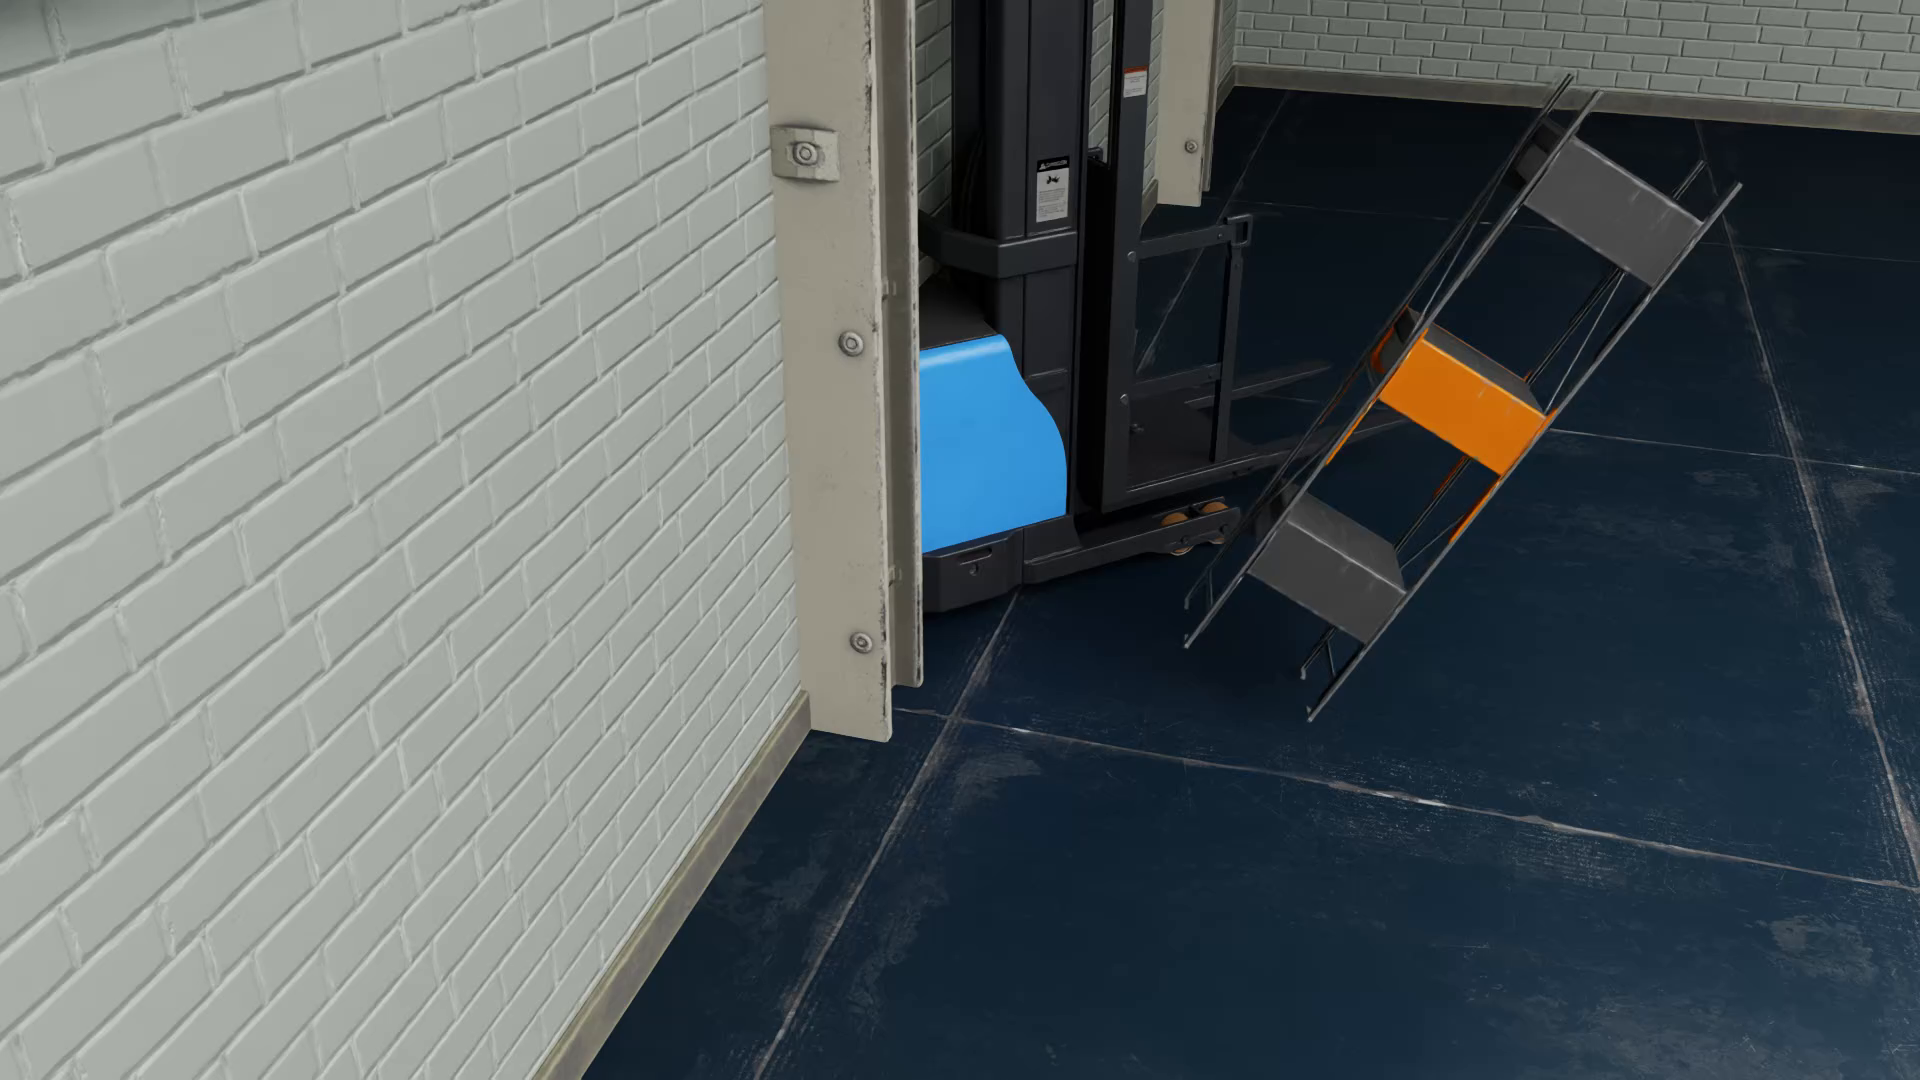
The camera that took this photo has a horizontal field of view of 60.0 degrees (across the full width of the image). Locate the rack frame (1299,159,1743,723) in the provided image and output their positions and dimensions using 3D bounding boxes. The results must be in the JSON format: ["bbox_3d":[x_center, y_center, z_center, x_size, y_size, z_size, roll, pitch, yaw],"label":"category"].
[{"bbox_3d":[1.714,-0.278,5.315,0.015,2.100,0.400,31,23,-6],"label":"rack frame"}]

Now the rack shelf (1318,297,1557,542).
[{"bbox_3d":[1.499,-0.392,5.296,0.480,0.518,0.431,31,23,-6],"label":"rack shelf"}]

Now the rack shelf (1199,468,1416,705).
[{"bbox_3d":[1.146,0.147,5.570,0.480,0.518,0.431,31,23,-6],"label":"rack shelf"}]

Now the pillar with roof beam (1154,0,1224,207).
[{"bbox_3d":[5.544,-5.546,7.463,9.100,9.000,0.400,8,30,15],"label":"pillar with roof beam"}]

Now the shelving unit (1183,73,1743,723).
[{"bbox_3d":[1.506,-0.403,5.291,0.503,2.100,0.431,31,23,-6],"label":"shelving unit"}]

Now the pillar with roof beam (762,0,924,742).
[{"bbox_3d":[3.783,-2.758,2.450,9.100,9.000,0.400,8,30,15],"label":"pillar with roof beam"}]

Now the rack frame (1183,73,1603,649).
[{"bbox_3d":[1.297,-0.527,5.267,0.015,2.100,0.400,31,23,-6],"label":"rack frame"}]

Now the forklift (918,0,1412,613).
[{"bbox_3d":[0.548,-1.428,6.303,3.031,2.935,1.130,-15,32,-25],"label":"forklift"}]

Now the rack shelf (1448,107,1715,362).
[{"bbox_3d":[1.851,-0.931,5.023,0.480,0.518,0.431,31,23,-6],"label":"rack shelf"}]
